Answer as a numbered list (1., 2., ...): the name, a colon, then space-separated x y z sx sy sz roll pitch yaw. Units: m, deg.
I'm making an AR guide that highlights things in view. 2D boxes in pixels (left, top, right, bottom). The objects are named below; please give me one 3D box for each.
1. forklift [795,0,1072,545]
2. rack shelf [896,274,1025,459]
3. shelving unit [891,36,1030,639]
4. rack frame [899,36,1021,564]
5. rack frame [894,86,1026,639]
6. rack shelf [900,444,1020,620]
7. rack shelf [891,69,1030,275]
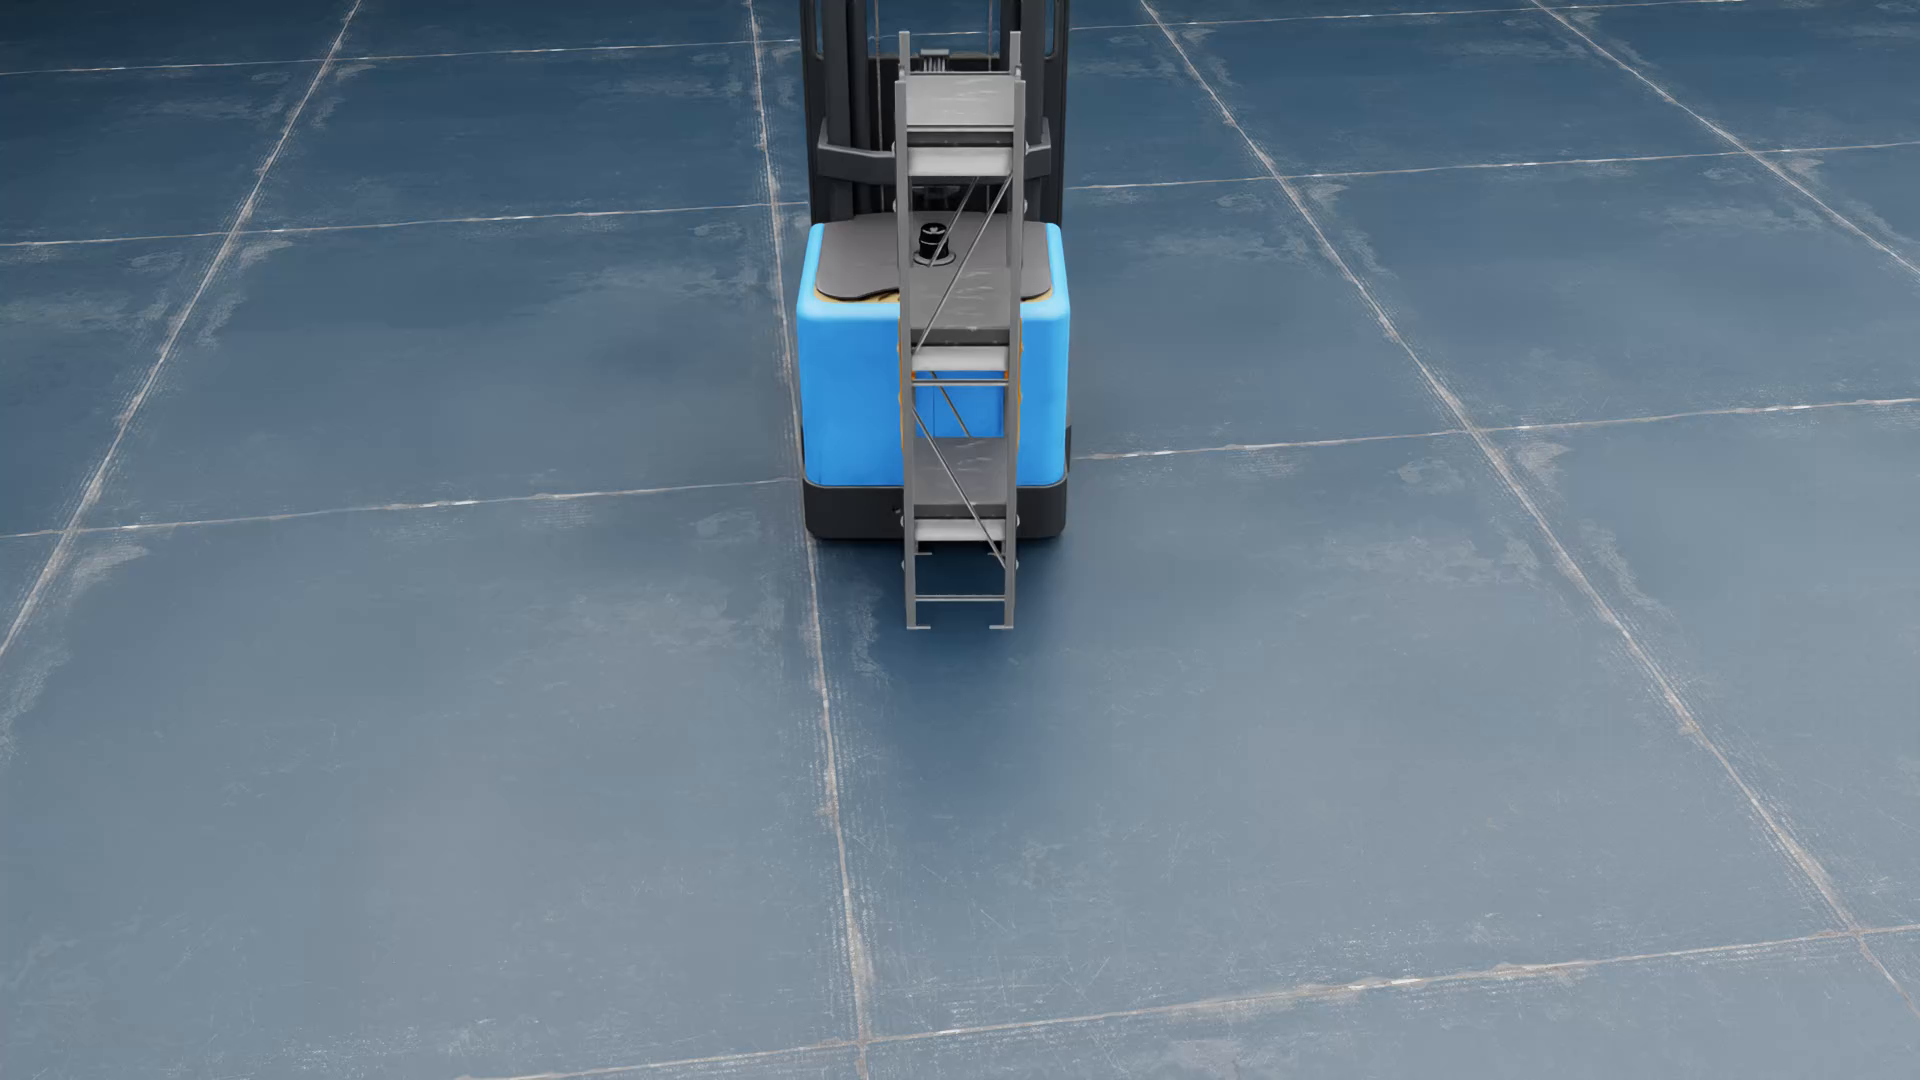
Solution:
1. forklift: -0.102 -1.983 7.057 1.130 2.935 3.031 0 34 0
2. rack shelf: 0.000 -0.629 5.833 0.431 0.518 0.480 0 34 0
3. shelving unit: 0.000 -0.641 5.825 0.431 2.100 0.503 0 34 0
4. rack frame: -0.001 -0.778 6.027 0.400 2.100 0.015 0 34 0
5. rack frame: 0.001 -0.503 5.624 0.400 2.100 0.015 0 34 0
6. rack shelf: 0.000 -0.051 6.227 0.431 0.518 0.480 0 34 0
7. rack shelf: 0.000 -1.208 5.439 0.431 0.518 0.480 0 34 0
